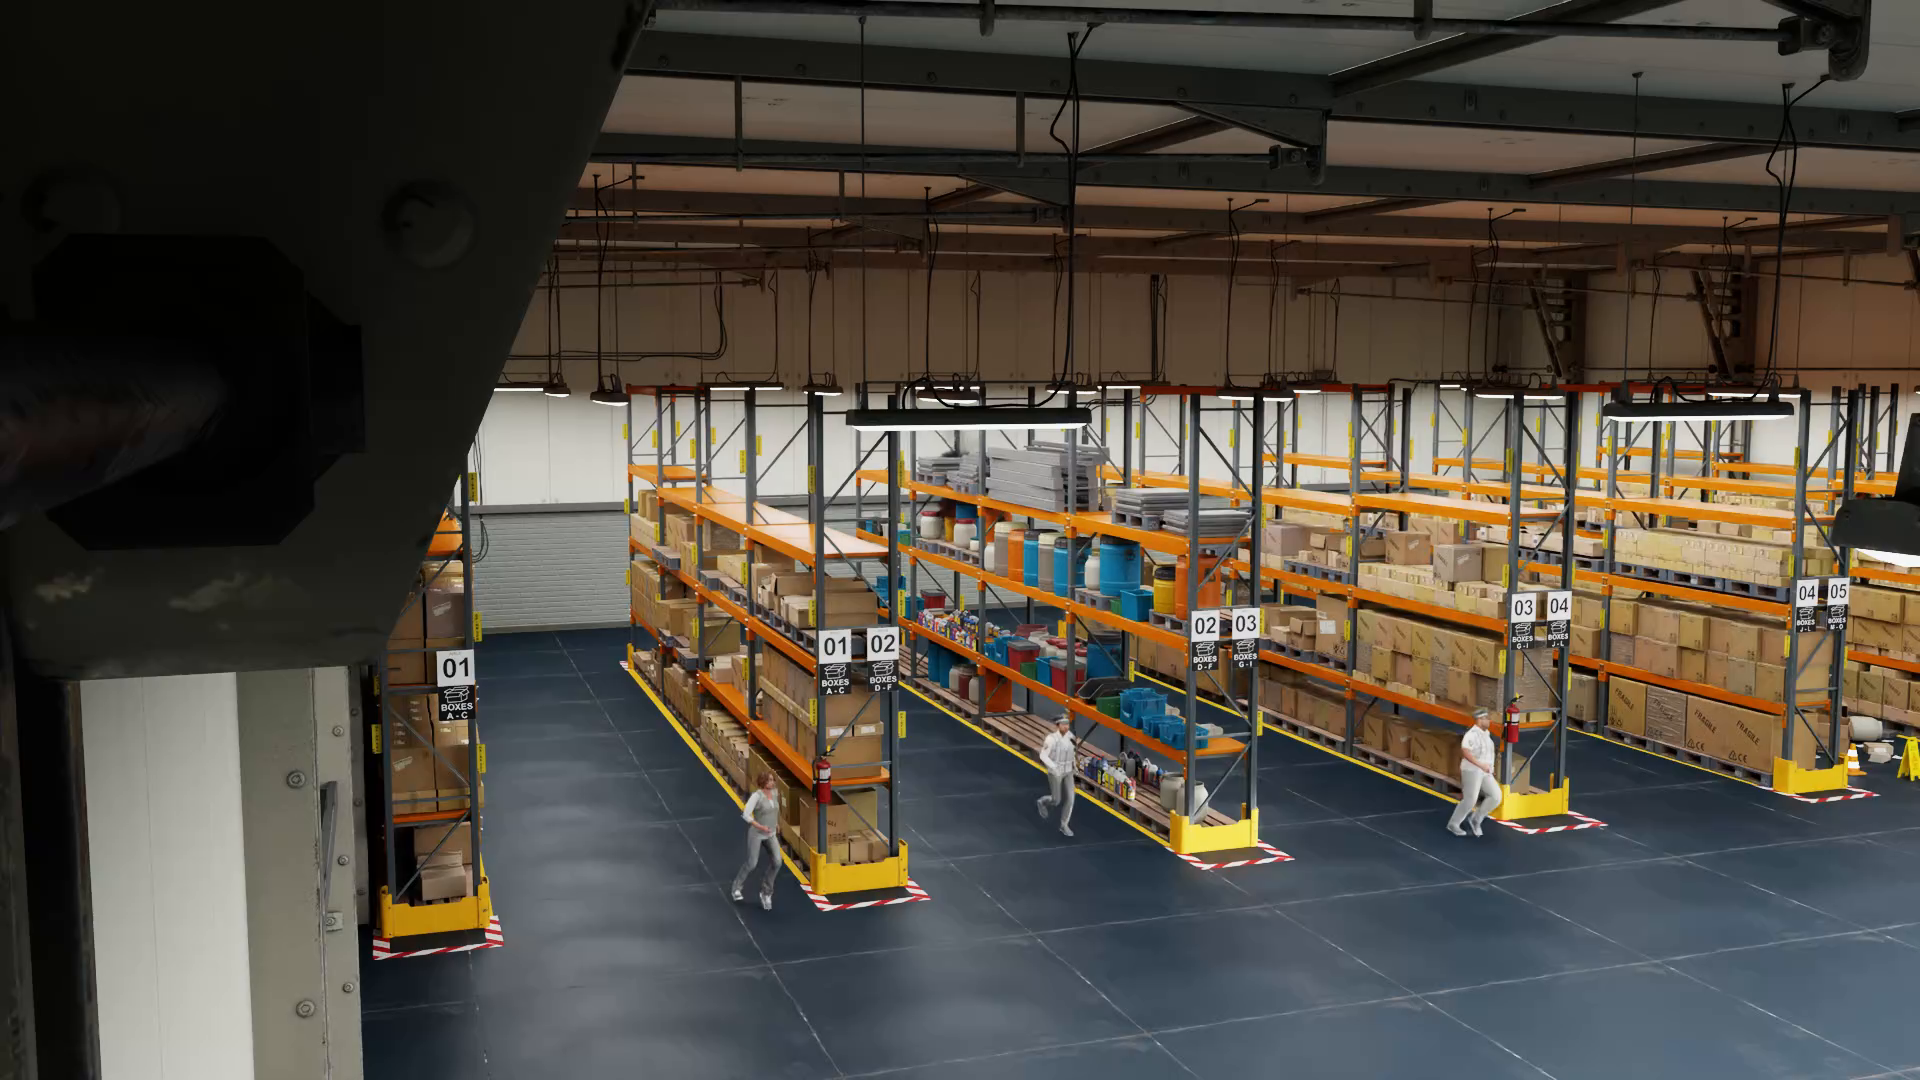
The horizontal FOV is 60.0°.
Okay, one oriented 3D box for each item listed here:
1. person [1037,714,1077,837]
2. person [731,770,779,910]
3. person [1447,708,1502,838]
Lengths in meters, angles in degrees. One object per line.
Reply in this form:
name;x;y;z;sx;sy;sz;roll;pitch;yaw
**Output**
person;1.343;3.165;22.788;0.610;1.667;0.757;-3;7;-26
person;-2.349;3.524;19.702;0.612;1.606;0.613;6;8;44
person;7.053;3.150;22.591;0.720;1.764;0.636;-6;8;-43
